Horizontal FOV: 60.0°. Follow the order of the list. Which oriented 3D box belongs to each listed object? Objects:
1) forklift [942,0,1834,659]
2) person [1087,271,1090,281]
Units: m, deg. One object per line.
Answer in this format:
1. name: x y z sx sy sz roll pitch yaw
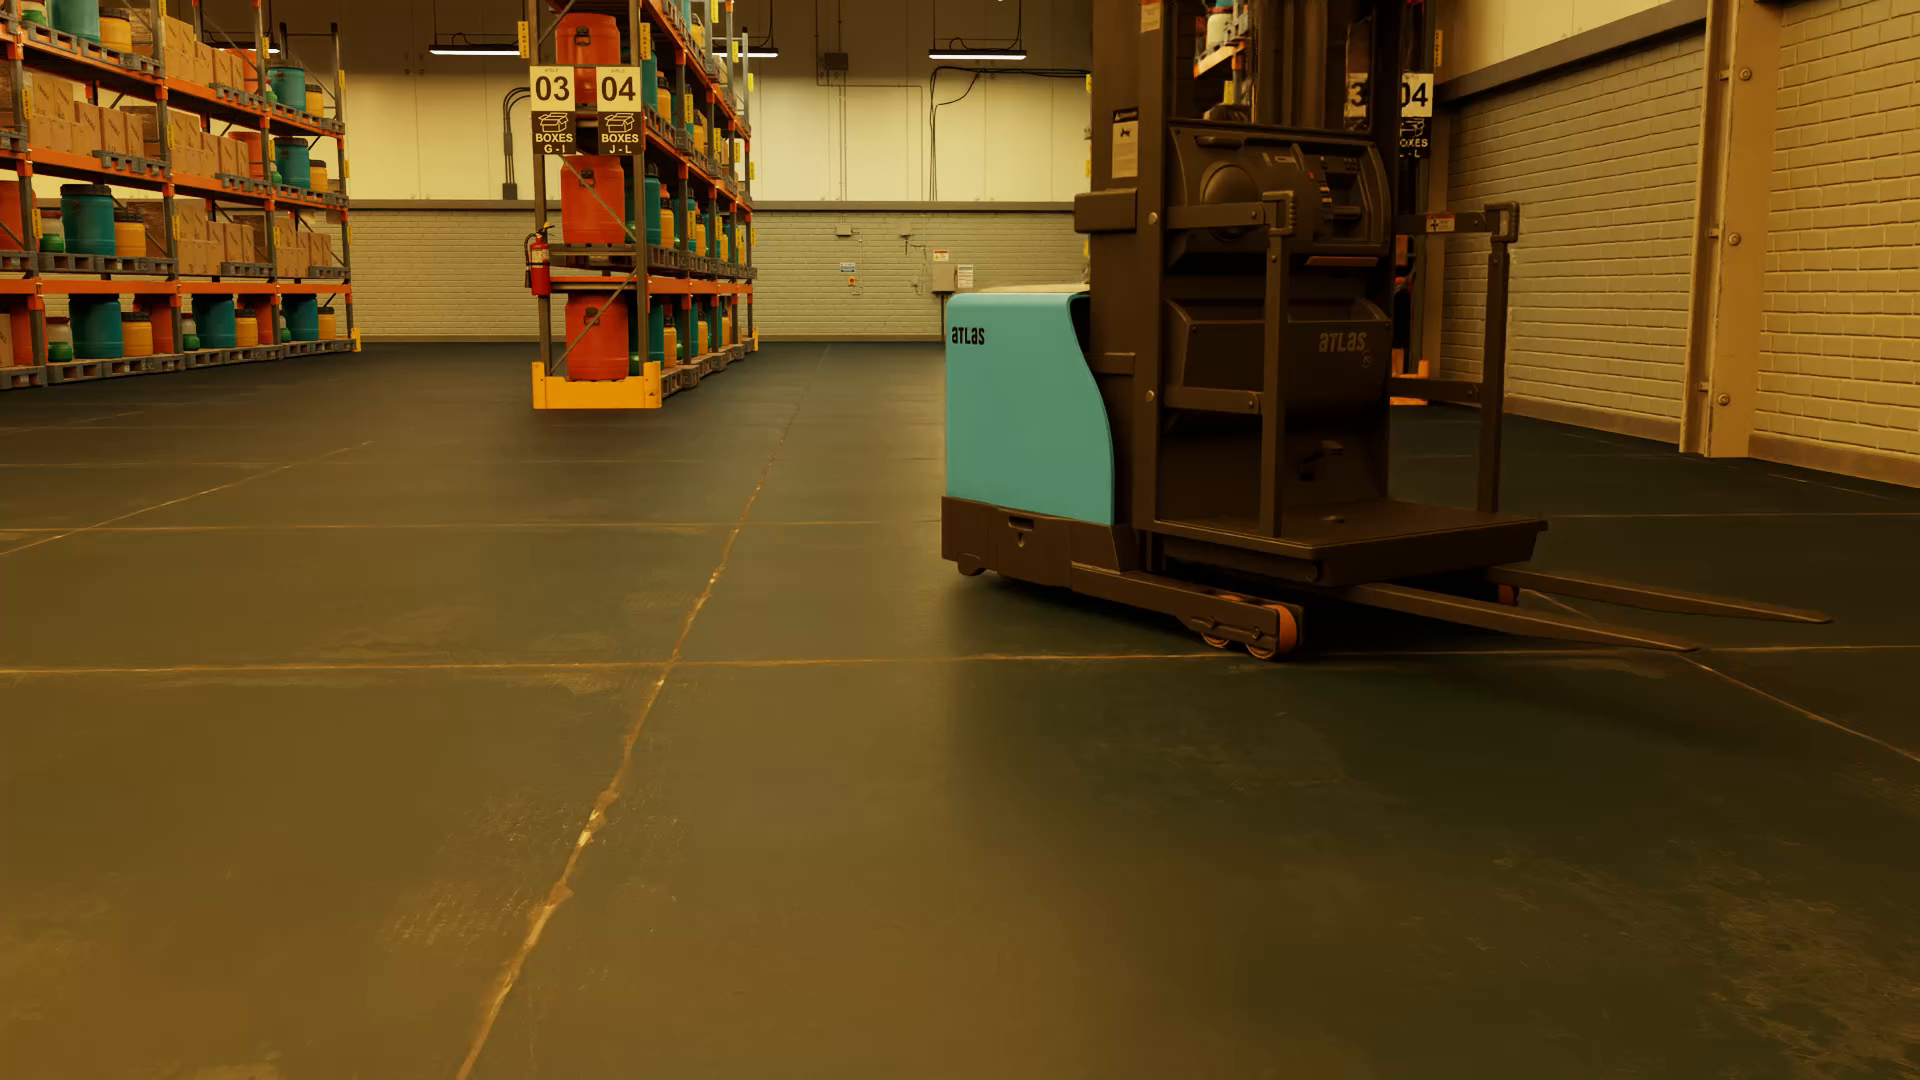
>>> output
1. forklift: 1.176 -1.176 5.249 1.130 2.935 3.031 -6 10 -34
2. person: 0.736 -0.767 7.254 0.835 1.566 0.540 6 11 37
